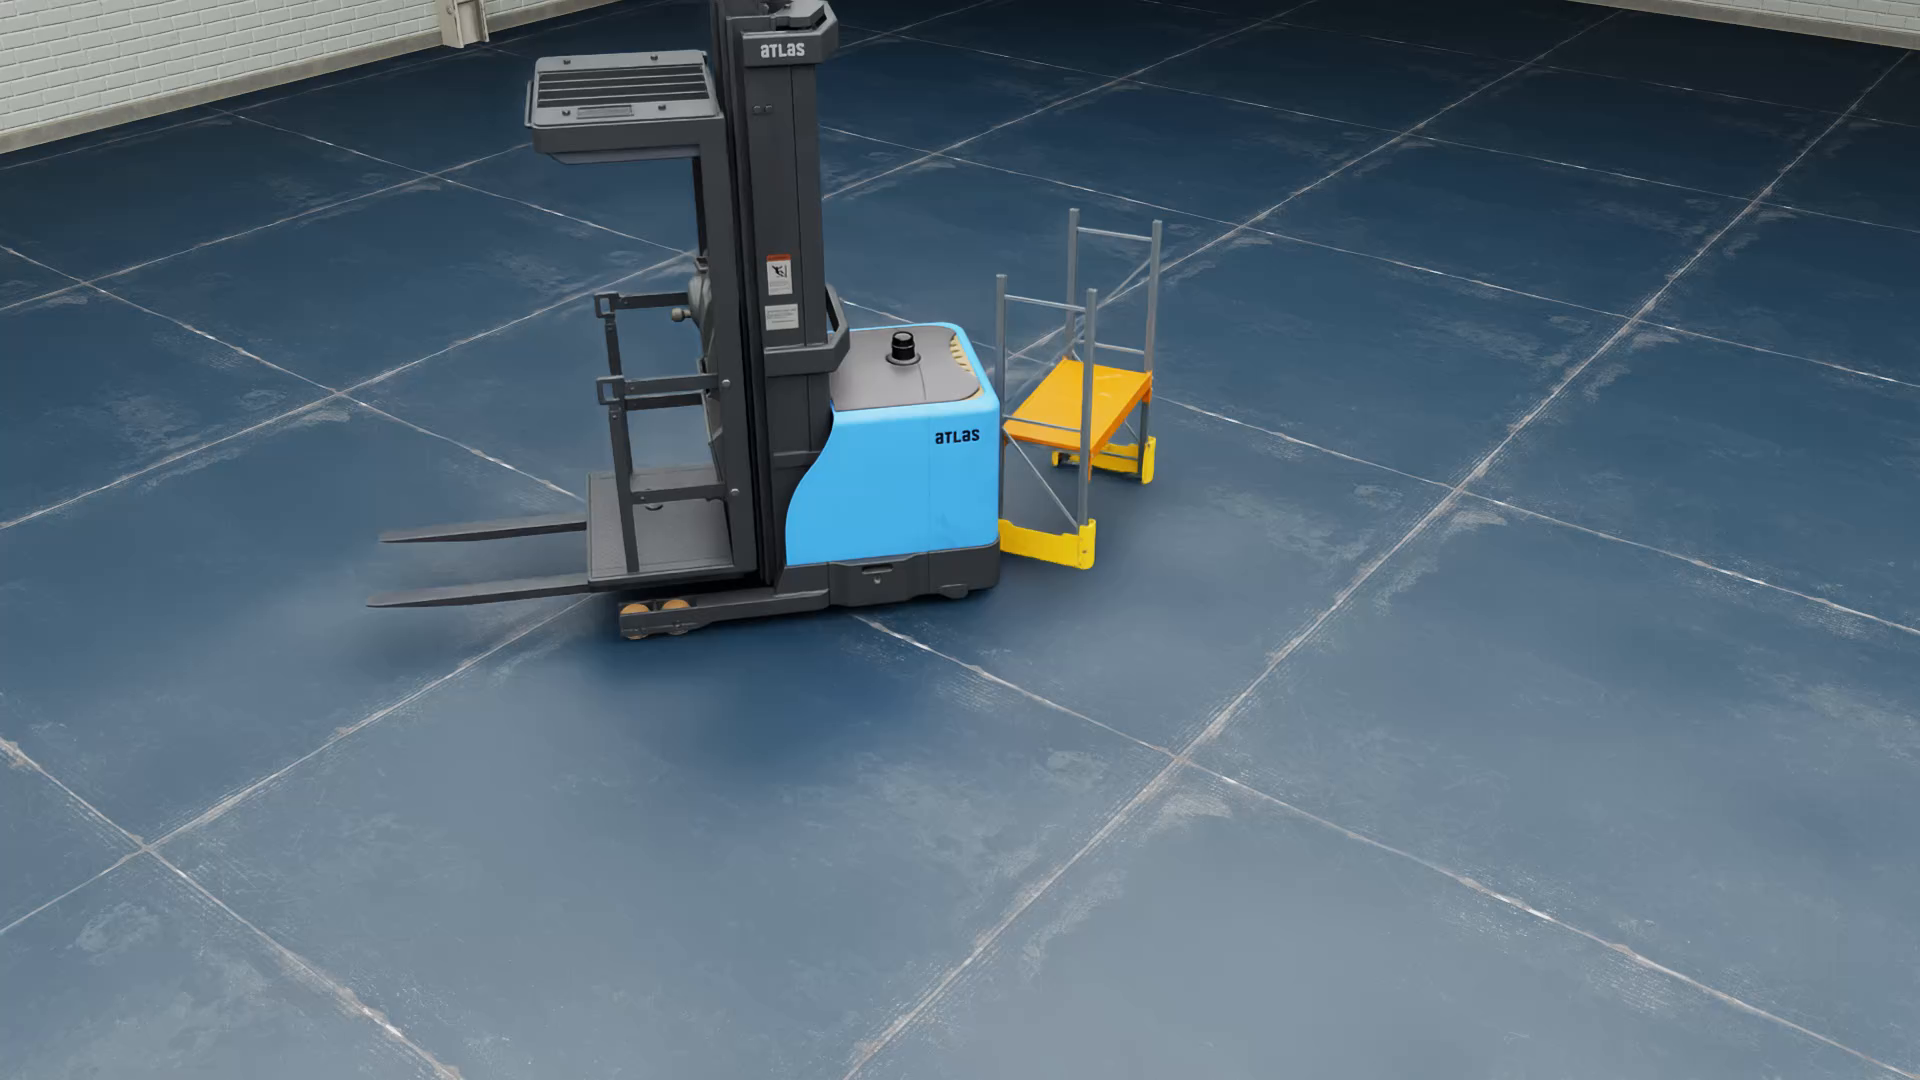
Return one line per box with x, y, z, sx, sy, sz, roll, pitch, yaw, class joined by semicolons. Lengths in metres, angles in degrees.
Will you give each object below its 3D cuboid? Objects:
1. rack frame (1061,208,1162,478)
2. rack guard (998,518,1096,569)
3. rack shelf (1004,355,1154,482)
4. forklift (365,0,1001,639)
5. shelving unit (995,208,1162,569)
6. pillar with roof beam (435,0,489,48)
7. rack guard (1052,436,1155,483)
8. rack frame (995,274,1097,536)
0.810;-1.047;9.045;0.500;1.500;0.032;12;33;20;rack frame
0.408;-0.034;8.562;0.587;0.250;0.087;12;33;20;rack guard
0.609;-0.654;8.735;0.538;0.185;1.000;12;33;20;rack shelf
-1.370;-1.081;7.699;3.031;2.935;1.130;-6;31;-10;forklift
0.605;-0.805;8.637;0.587;1.500;1.083;12;33;20;shelving unit
-1.823;-7.836;13.146;9.100;9.000;0.400;21;37;31;pillar with roof beam
0.803;-0.500;9.349;0.587;0.250;0.087;12;33;20;rack guard
0.407;-0.571;8.242;0.500;1.500;0.032;12;33;20;rack frame
